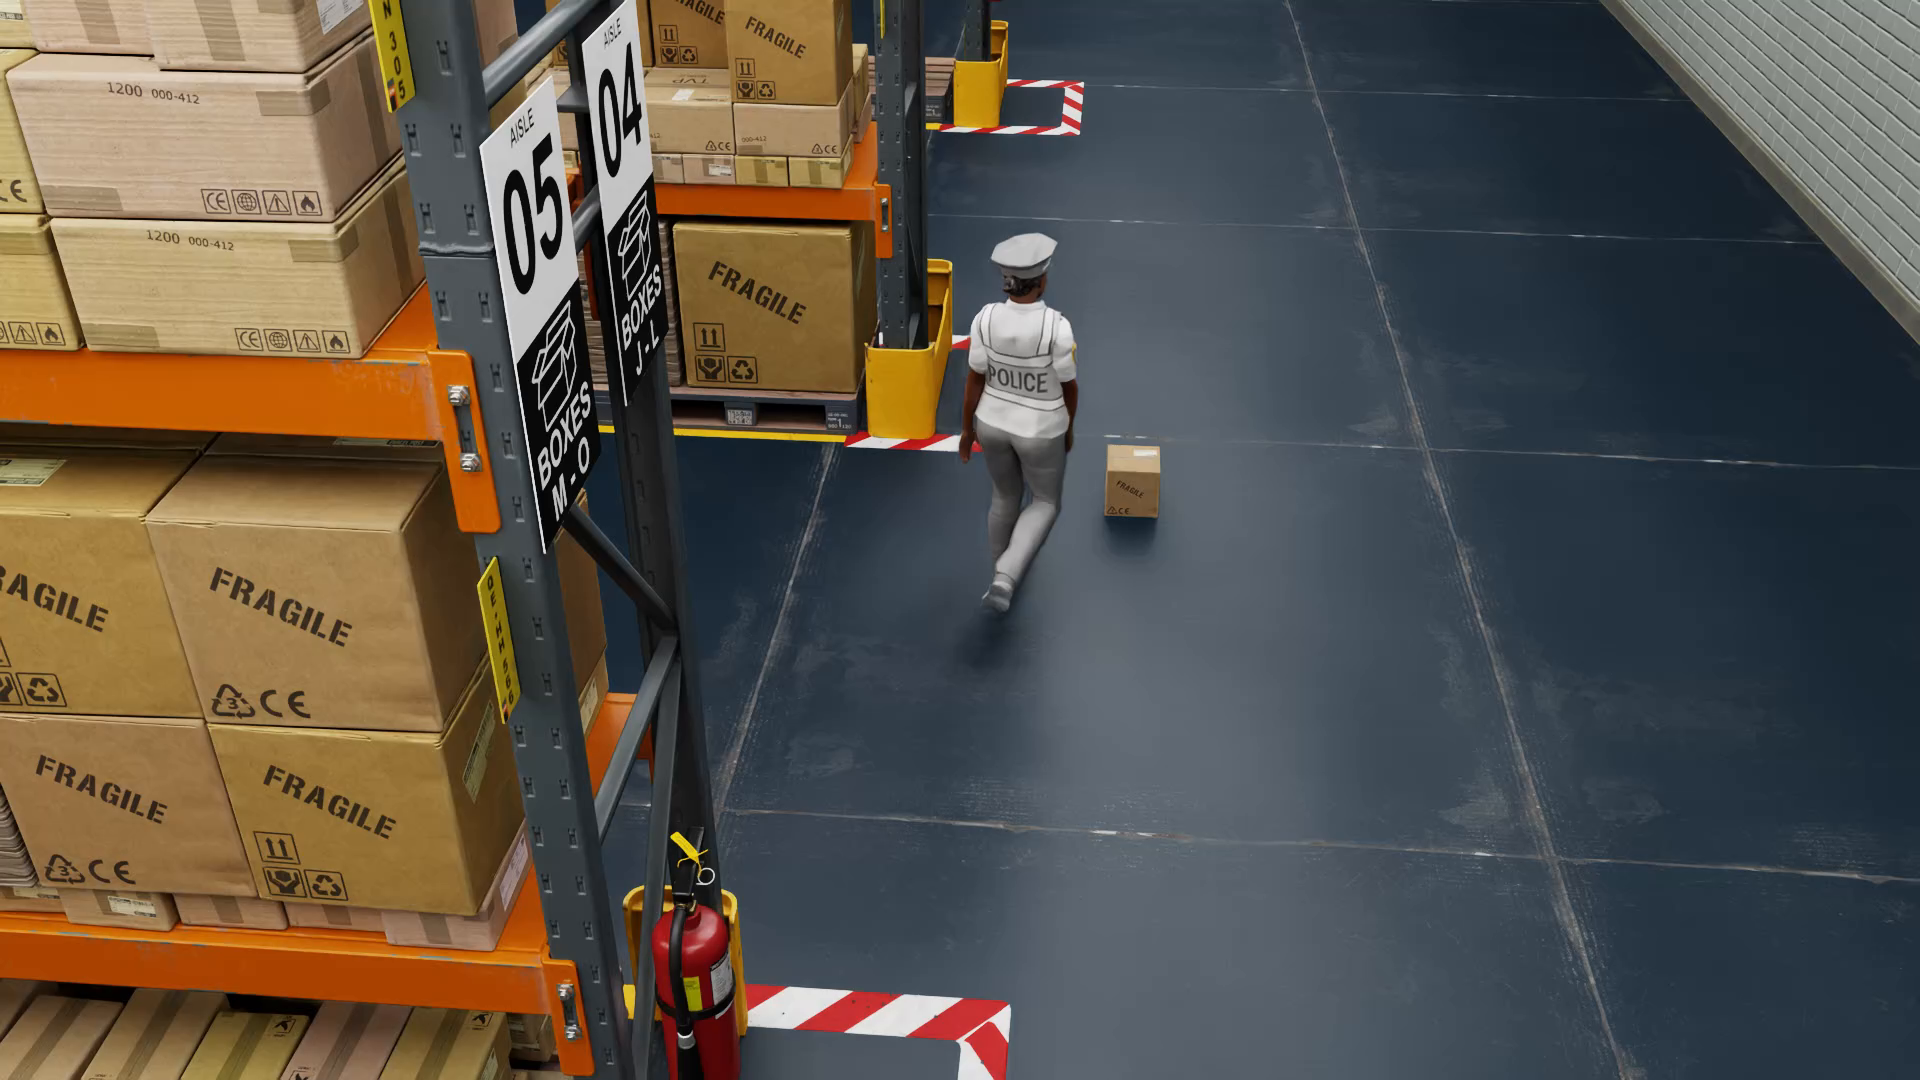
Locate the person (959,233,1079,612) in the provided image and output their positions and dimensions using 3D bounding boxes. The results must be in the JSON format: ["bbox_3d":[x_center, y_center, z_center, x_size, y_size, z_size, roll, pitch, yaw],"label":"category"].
[{"bbox_3d":[0.229,-0.443,6.824,0.486,1.638,0.673,15,35,22],"label":"person"}]
